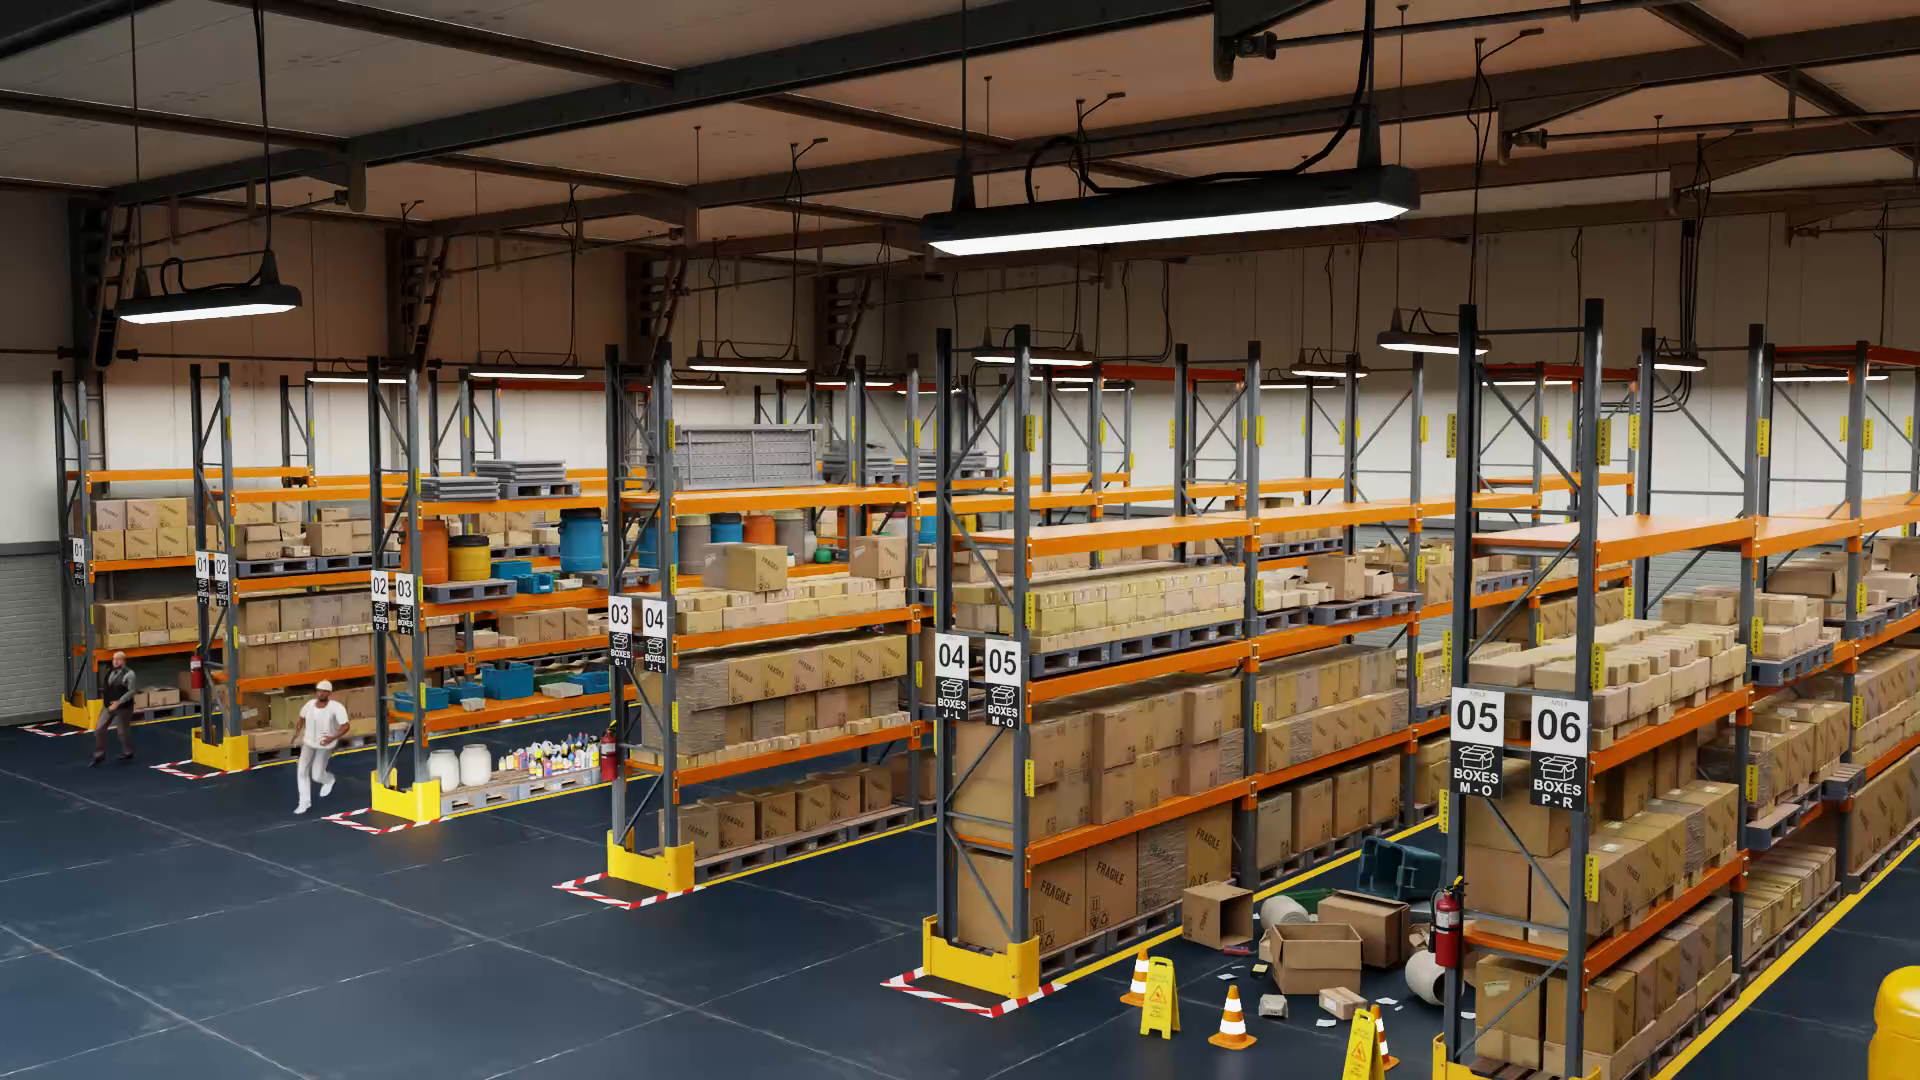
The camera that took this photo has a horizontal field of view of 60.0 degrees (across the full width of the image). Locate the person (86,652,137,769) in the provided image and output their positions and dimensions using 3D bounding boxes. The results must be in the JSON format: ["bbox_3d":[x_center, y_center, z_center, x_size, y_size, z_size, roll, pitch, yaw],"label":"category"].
[{"bbox_3d":[-12.535,2.507,24.738,0.709,1.719,0.758,1,4,9],"label":"person"}]

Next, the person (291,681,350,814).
[{"bbox_3d":[-8.500,2.729,22.155,0.753,1.745,0.762,1,4,7],"label":"person"}]
